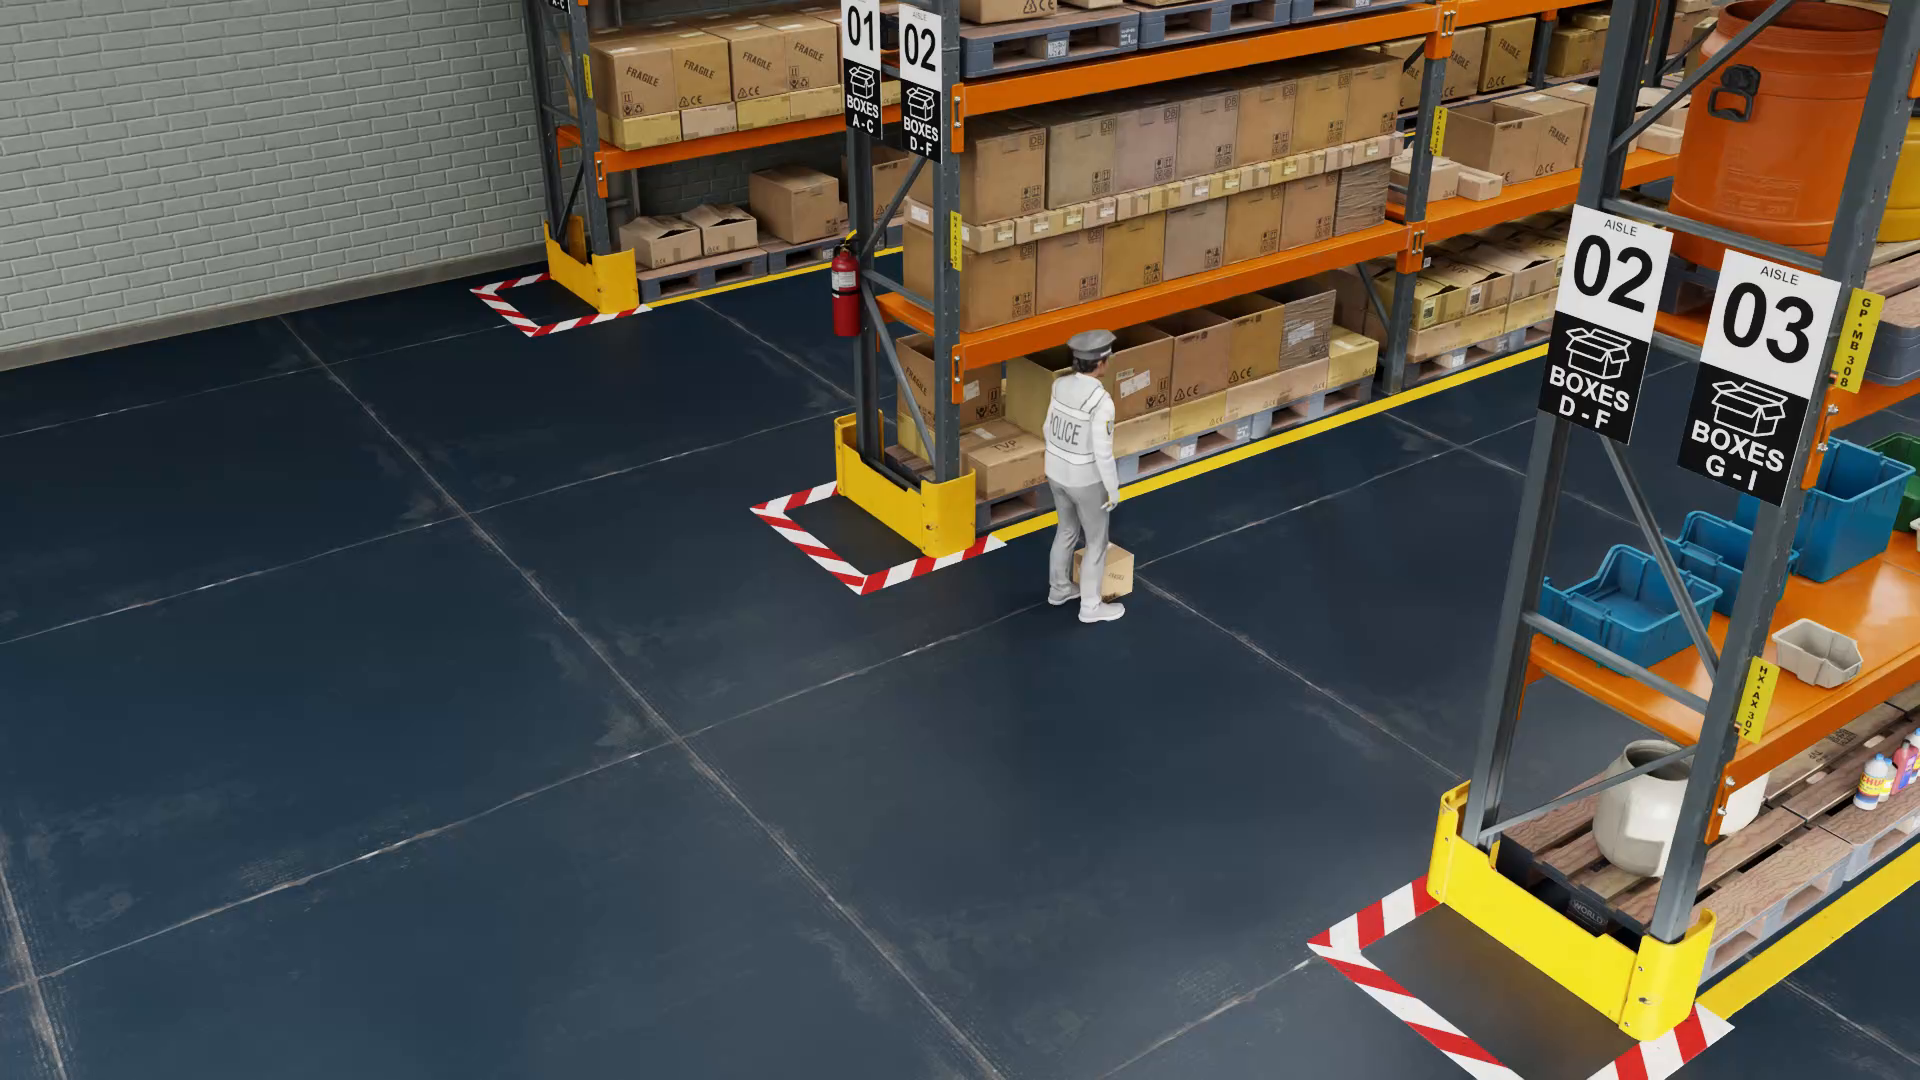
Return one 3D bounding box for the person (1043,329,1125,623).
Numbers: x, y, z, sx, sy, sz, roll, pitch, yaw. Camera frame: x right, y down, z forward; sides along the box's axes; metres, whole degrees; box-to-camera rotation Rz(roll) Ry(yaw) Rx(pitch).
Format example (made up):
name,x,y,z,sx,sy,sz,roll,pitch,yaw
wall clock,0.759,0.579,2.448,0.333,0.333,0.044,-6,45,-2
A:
name,x,y,z,sx,sy,sz,roll,pitch,yaw
person,0.677,-0.349,9.256,0.373,1.663,0.528,-20,35,-32
